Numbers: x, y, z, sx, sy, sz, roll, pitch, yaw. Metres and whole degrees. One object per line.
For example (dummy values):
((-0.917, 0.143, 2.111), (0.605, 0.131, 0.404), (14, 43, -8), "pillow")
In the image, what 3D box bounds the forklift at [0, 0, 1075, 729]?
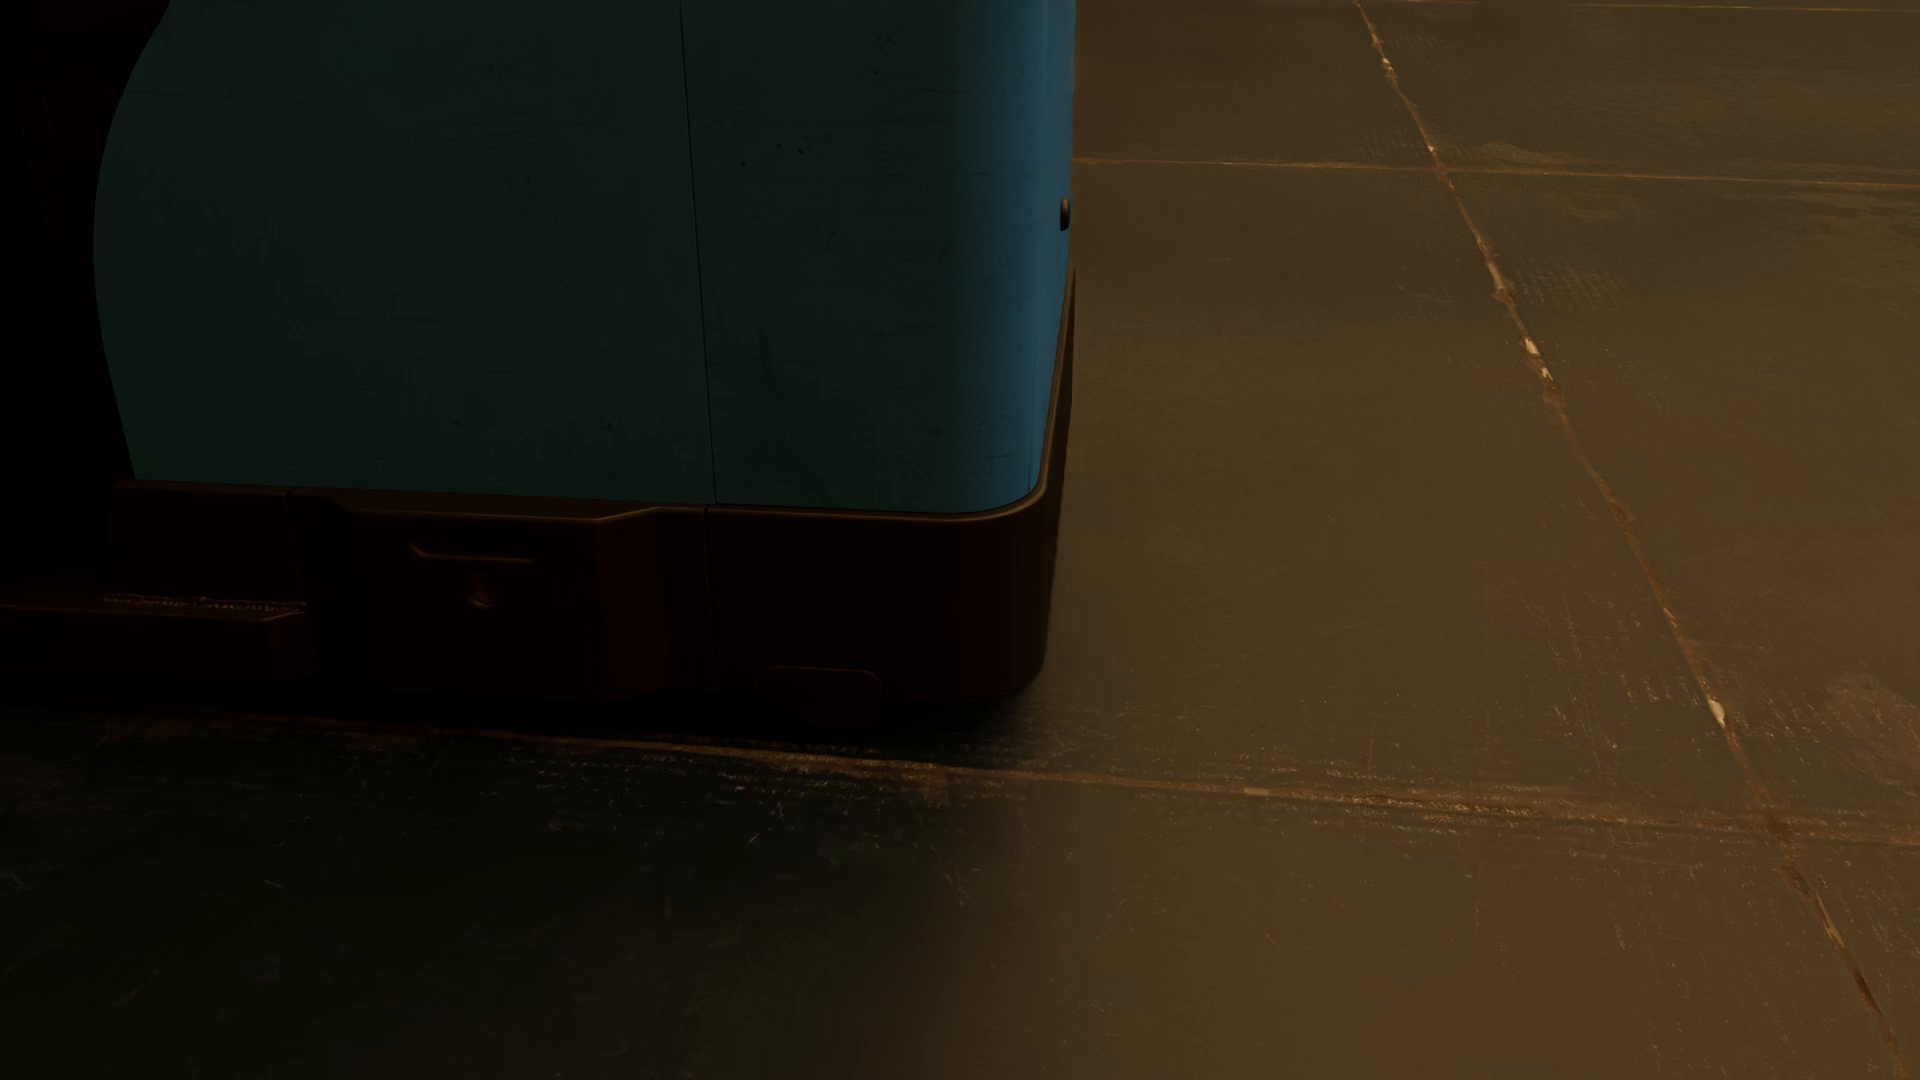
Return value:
((-1.364, -1.350, 1.923), (3.031, 2.935, 1.130), (3, 27, 5), "forklift")
